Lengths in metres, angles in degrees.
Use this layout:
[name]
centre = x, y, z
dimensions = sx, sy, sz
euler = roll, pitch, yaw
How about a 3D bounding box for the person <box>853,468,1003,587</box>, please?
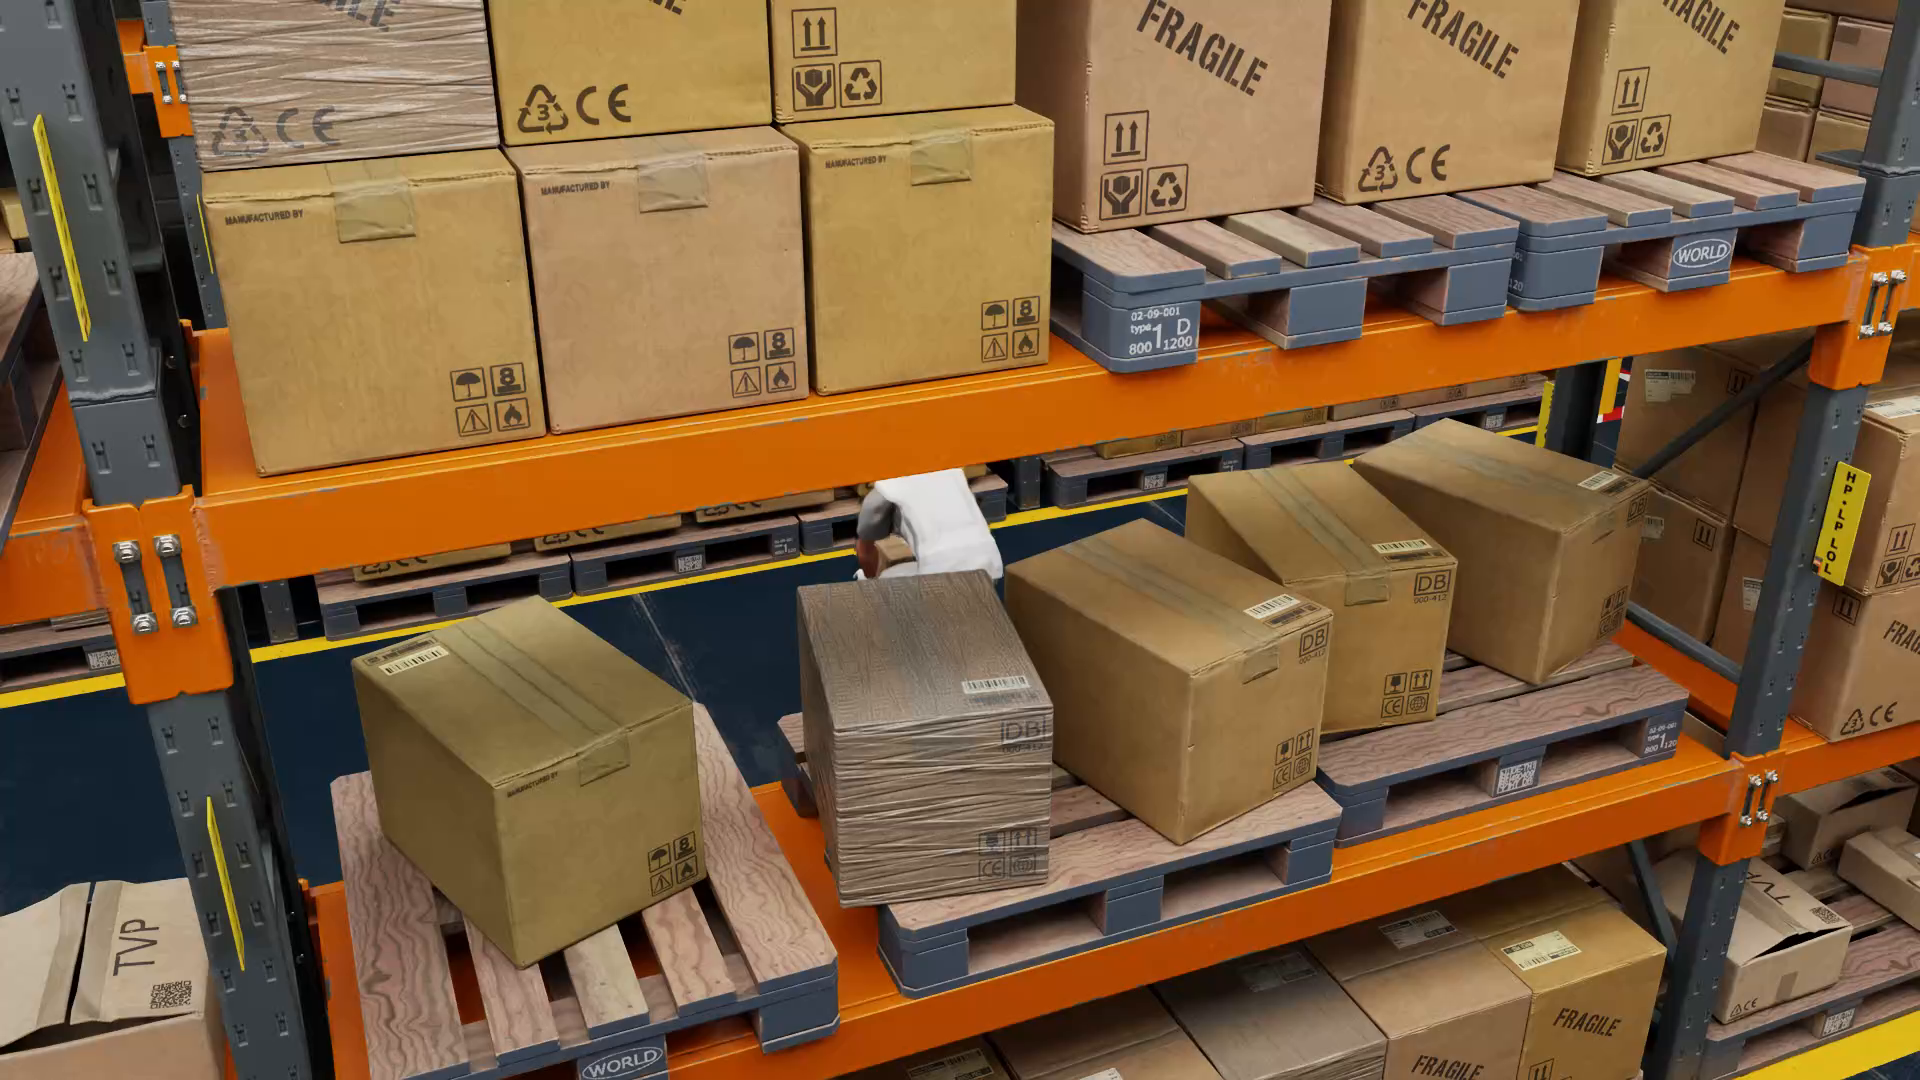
[person]
centre = -0.154, 0.090, 7.679
dimensions = 0.579, 1.114, 0.856
euler = -10, 28, -21
